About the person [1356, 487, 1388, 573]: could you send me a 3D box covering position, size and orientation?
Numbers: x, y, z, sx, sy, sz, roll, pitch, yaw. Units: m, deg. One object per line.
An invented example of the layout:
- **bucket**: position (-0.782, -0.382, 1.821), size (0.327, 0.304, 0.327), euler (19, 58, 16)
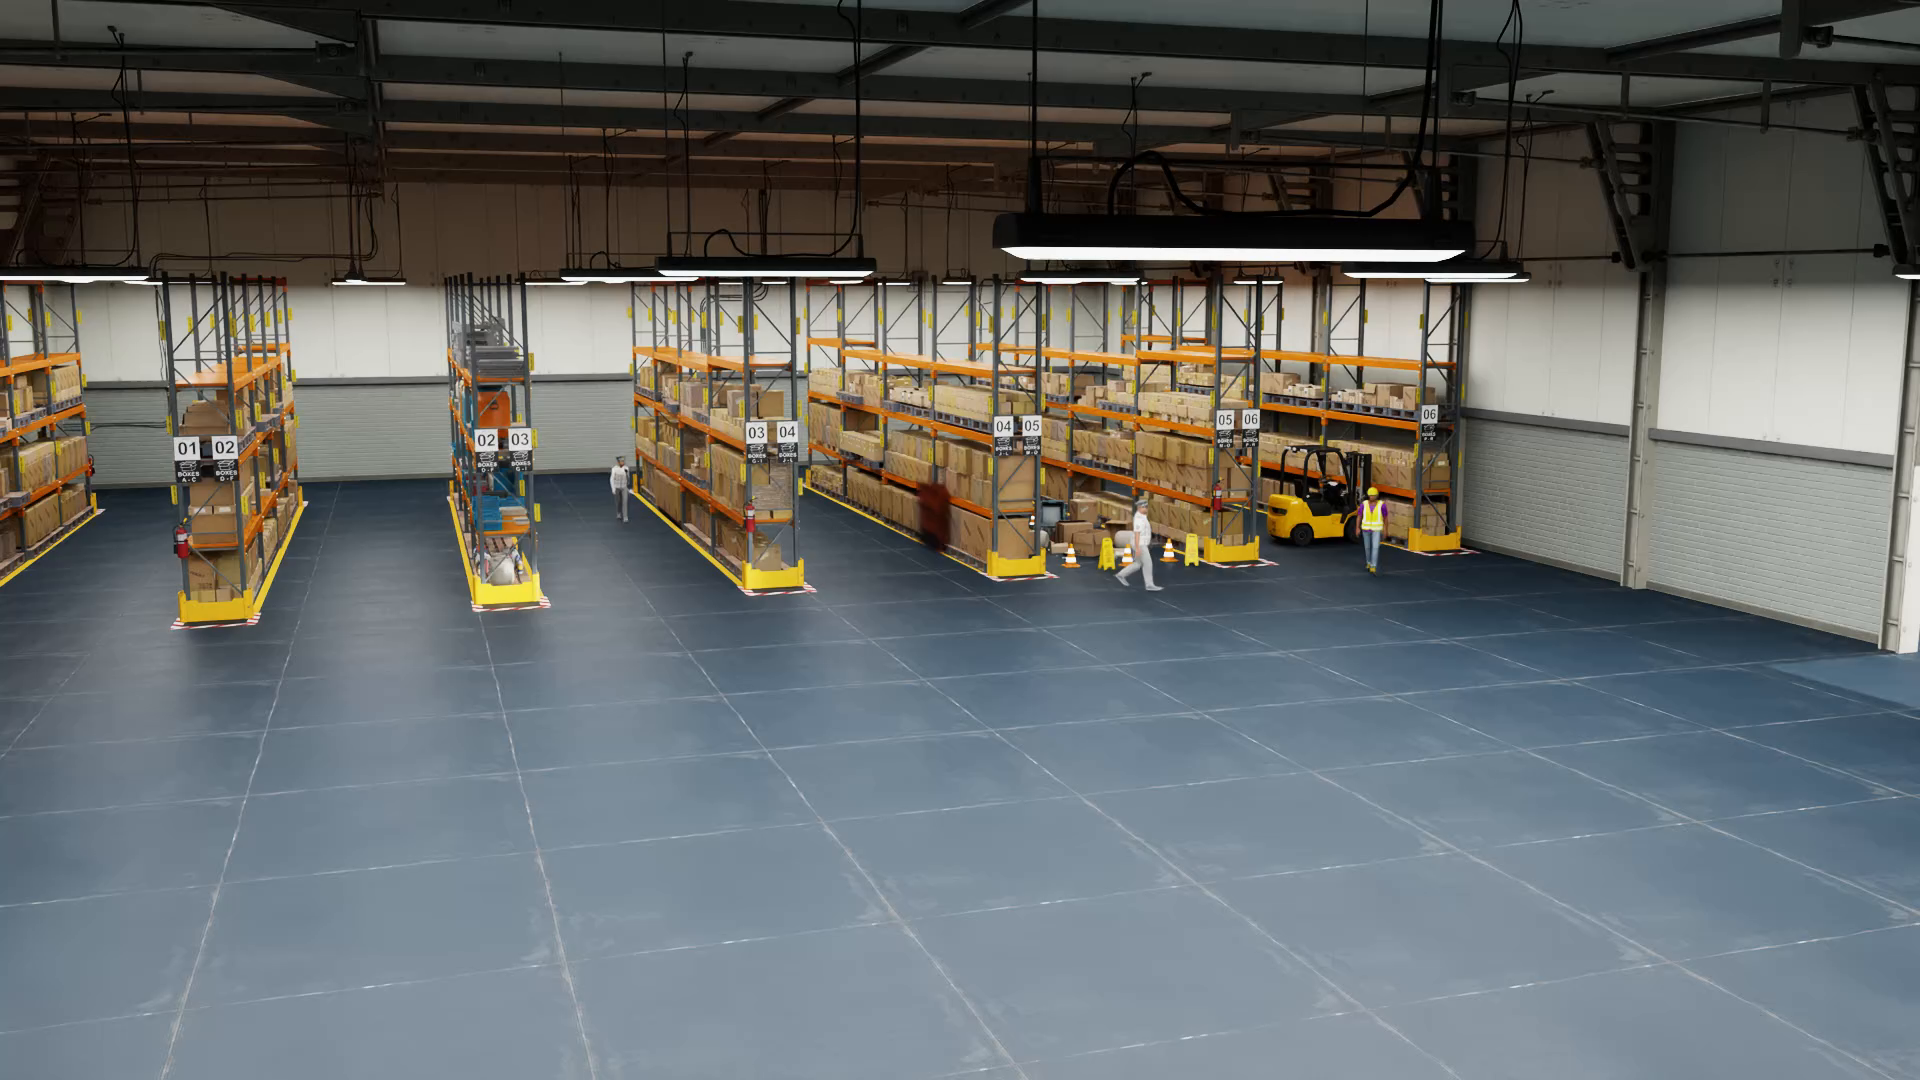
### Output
- **person**: position (8.315, -0.212, 33.649), size (0.600, 1.705, 1.030), euler (4, 10, 26)

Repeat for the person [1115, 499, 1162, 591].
- **person**: position (3.424, 0.077, 31.757), size (0.910, 1.729, 0.591), euler (1, 9, 9)

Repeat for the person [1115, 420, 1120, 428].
- **person**: position (5.190, -3.123, 52.825), size (0.839, 1.757, 0.586), euler (-2, 9, -14)

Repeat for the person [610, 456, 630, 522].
- **person**: position (-8.399, -1.297, 41.123), size (0.490, 1.603, 1.034), euler (-2, 9, -14)
